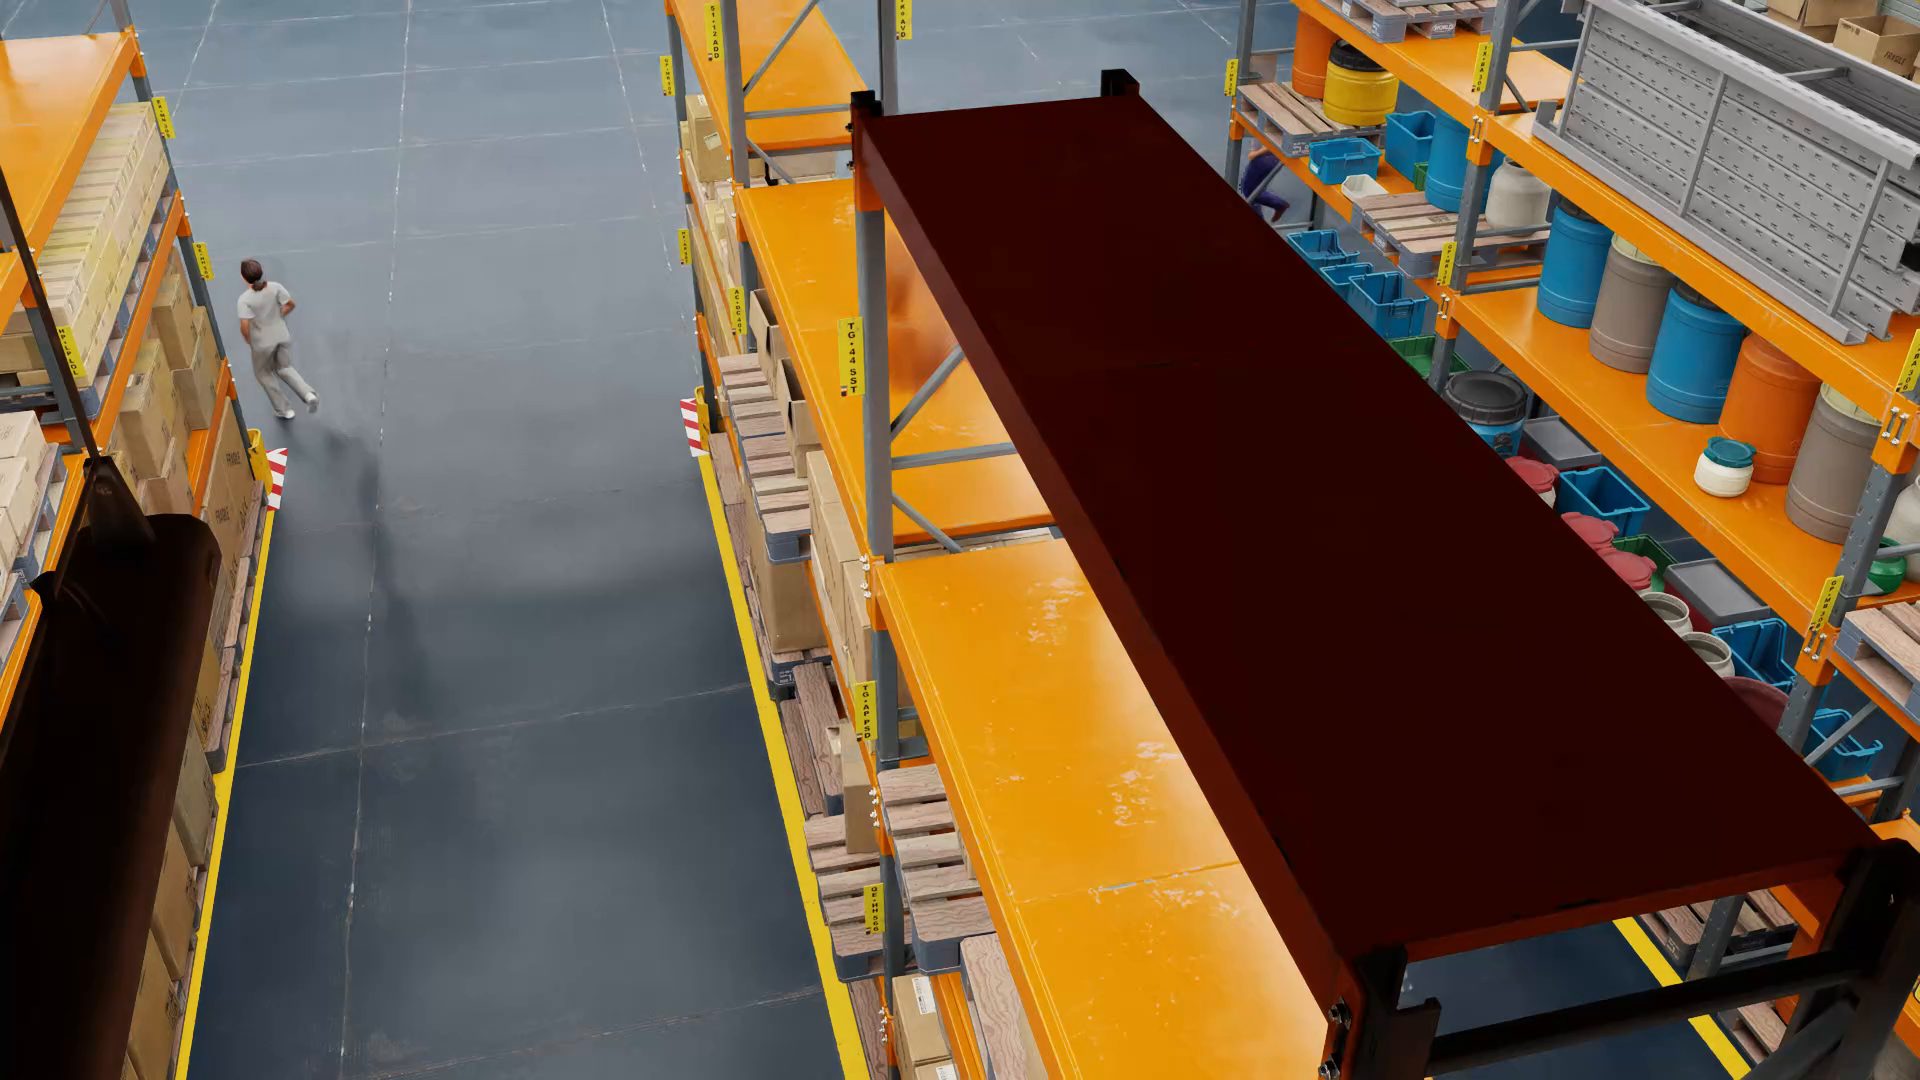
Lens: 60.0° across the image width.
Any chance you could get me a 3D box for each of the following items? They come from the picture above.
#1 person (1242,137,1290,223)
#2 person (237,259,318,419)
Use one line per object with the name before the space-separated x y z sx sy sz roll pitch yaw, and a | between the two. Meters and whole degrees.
person | 3.504 -4.321 19.000 0.531 1.625 0.602 10 36 14
person | -6.297 -1.790 15.289 0.691 1.648 0.581 23 41 30
